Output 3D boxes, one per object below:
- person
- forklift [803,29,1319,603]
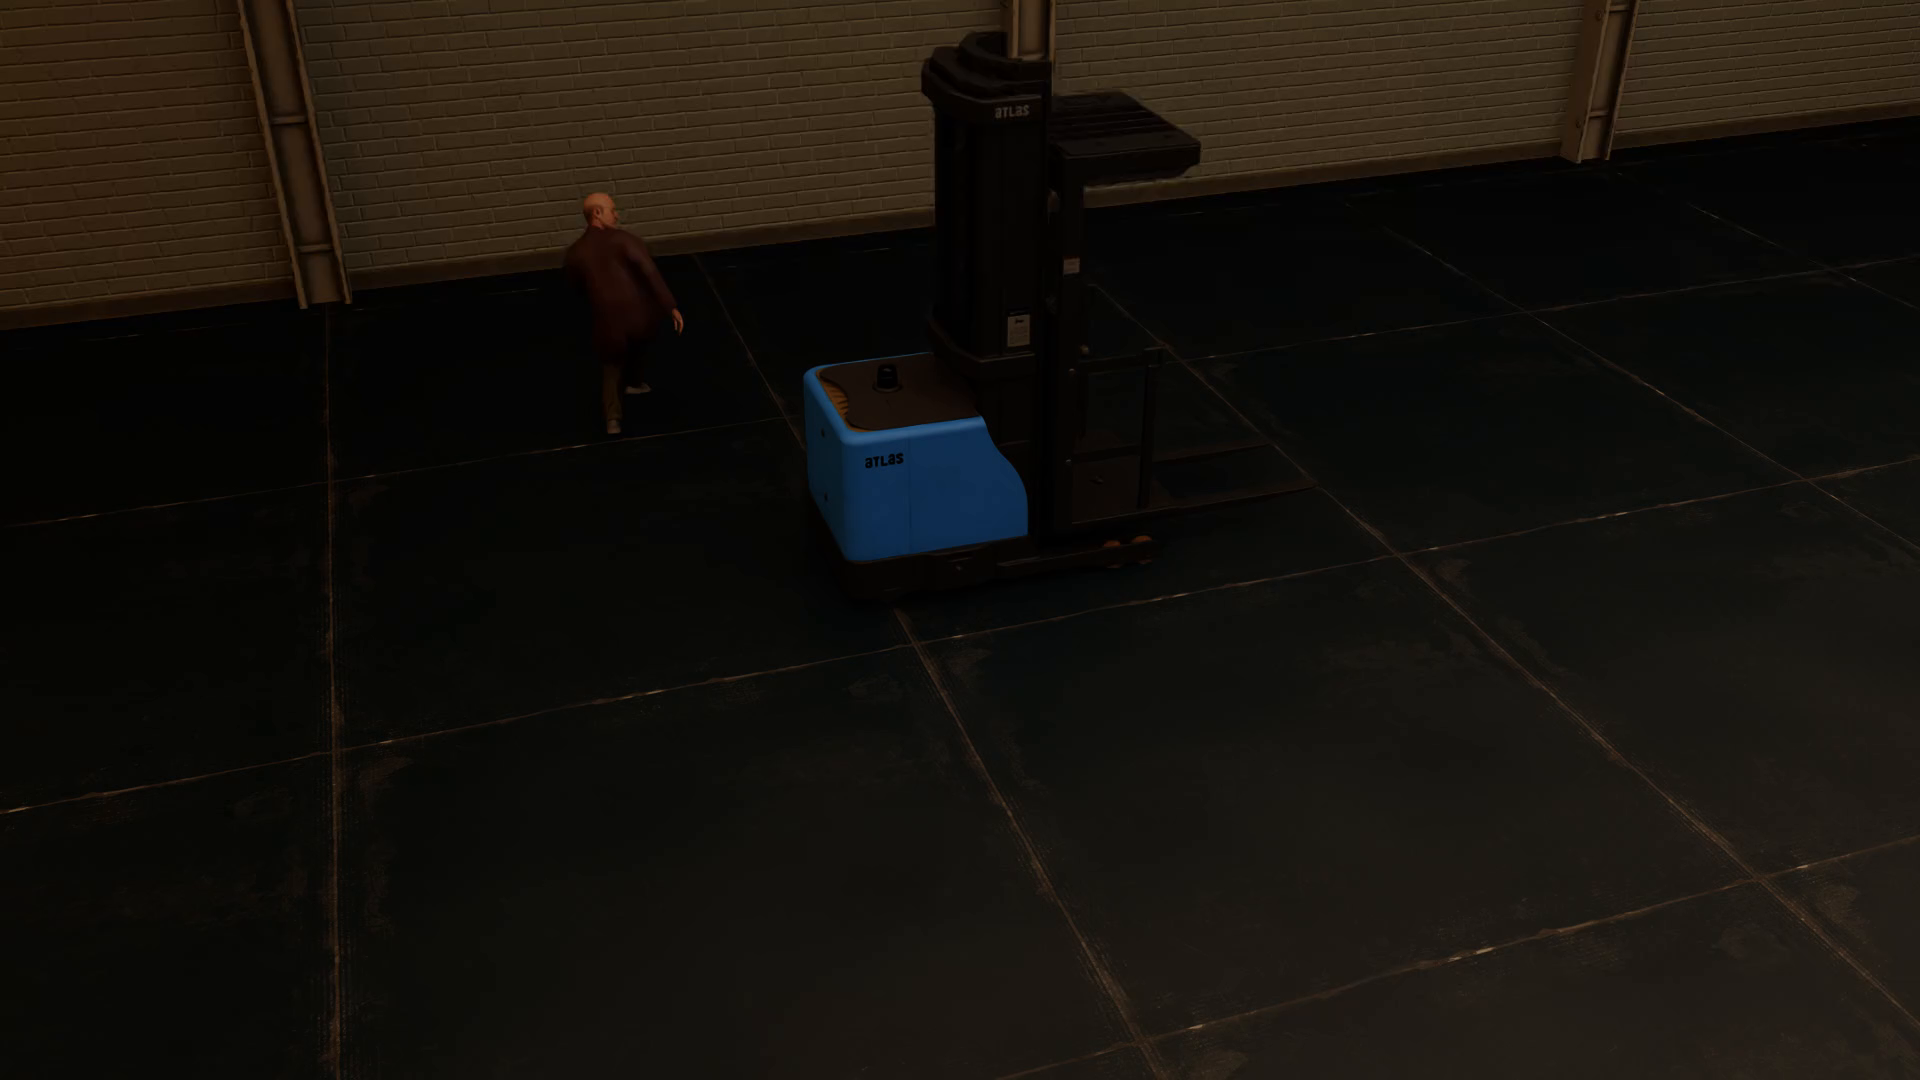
[{"bbox_3d":[-2.217,-1.558,11.173,0.806,1.590,0.819,-1,30,-1],"label":"person"},{"bbox_3d":[0.658,-1.340,9.416,3.031,2.935,1.130,-9,31,-16],"label":"forklift"}]
